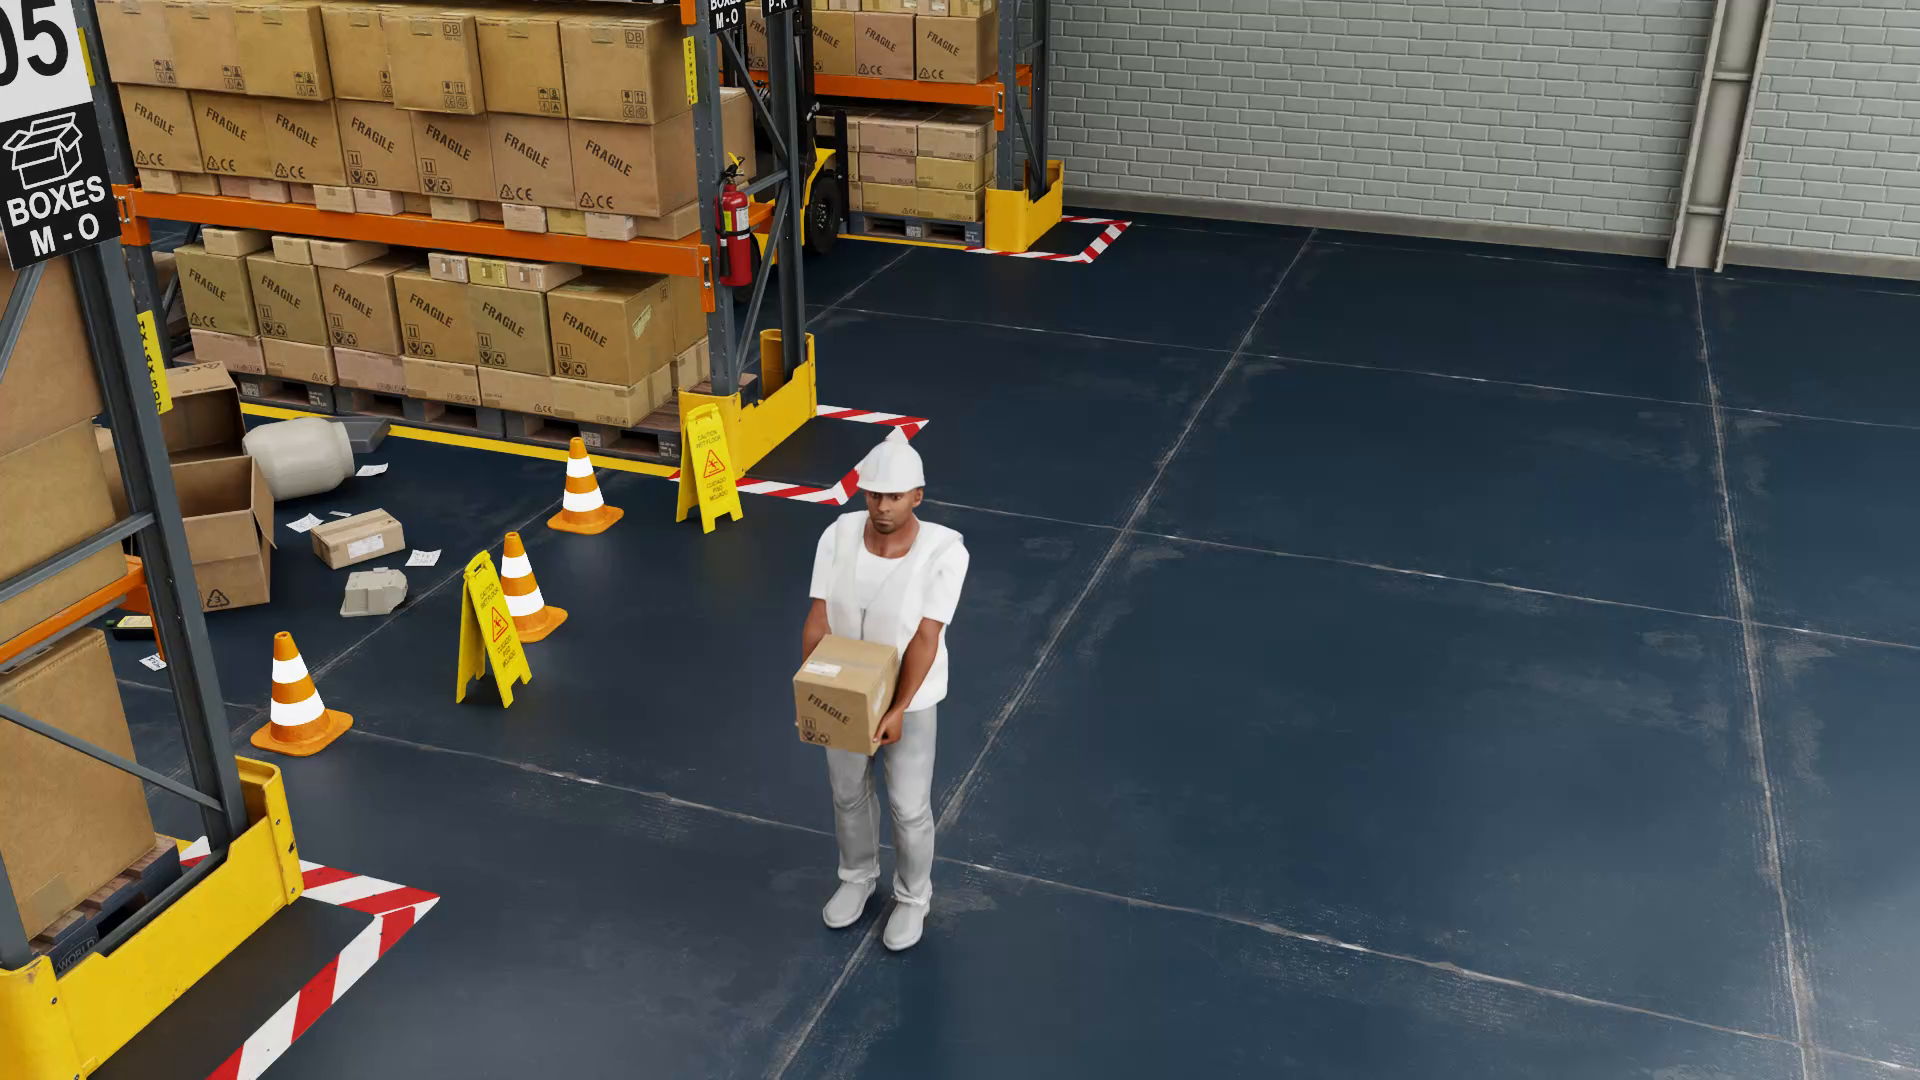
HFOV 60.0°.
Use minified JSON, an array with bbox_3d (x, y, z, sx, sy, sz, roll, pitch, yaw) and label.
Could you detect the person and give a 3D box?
[{"bbox_3d":[-0.273,0.550,5.441,0.504,1.759,0.580,9,27,18],"label":"person"}]
